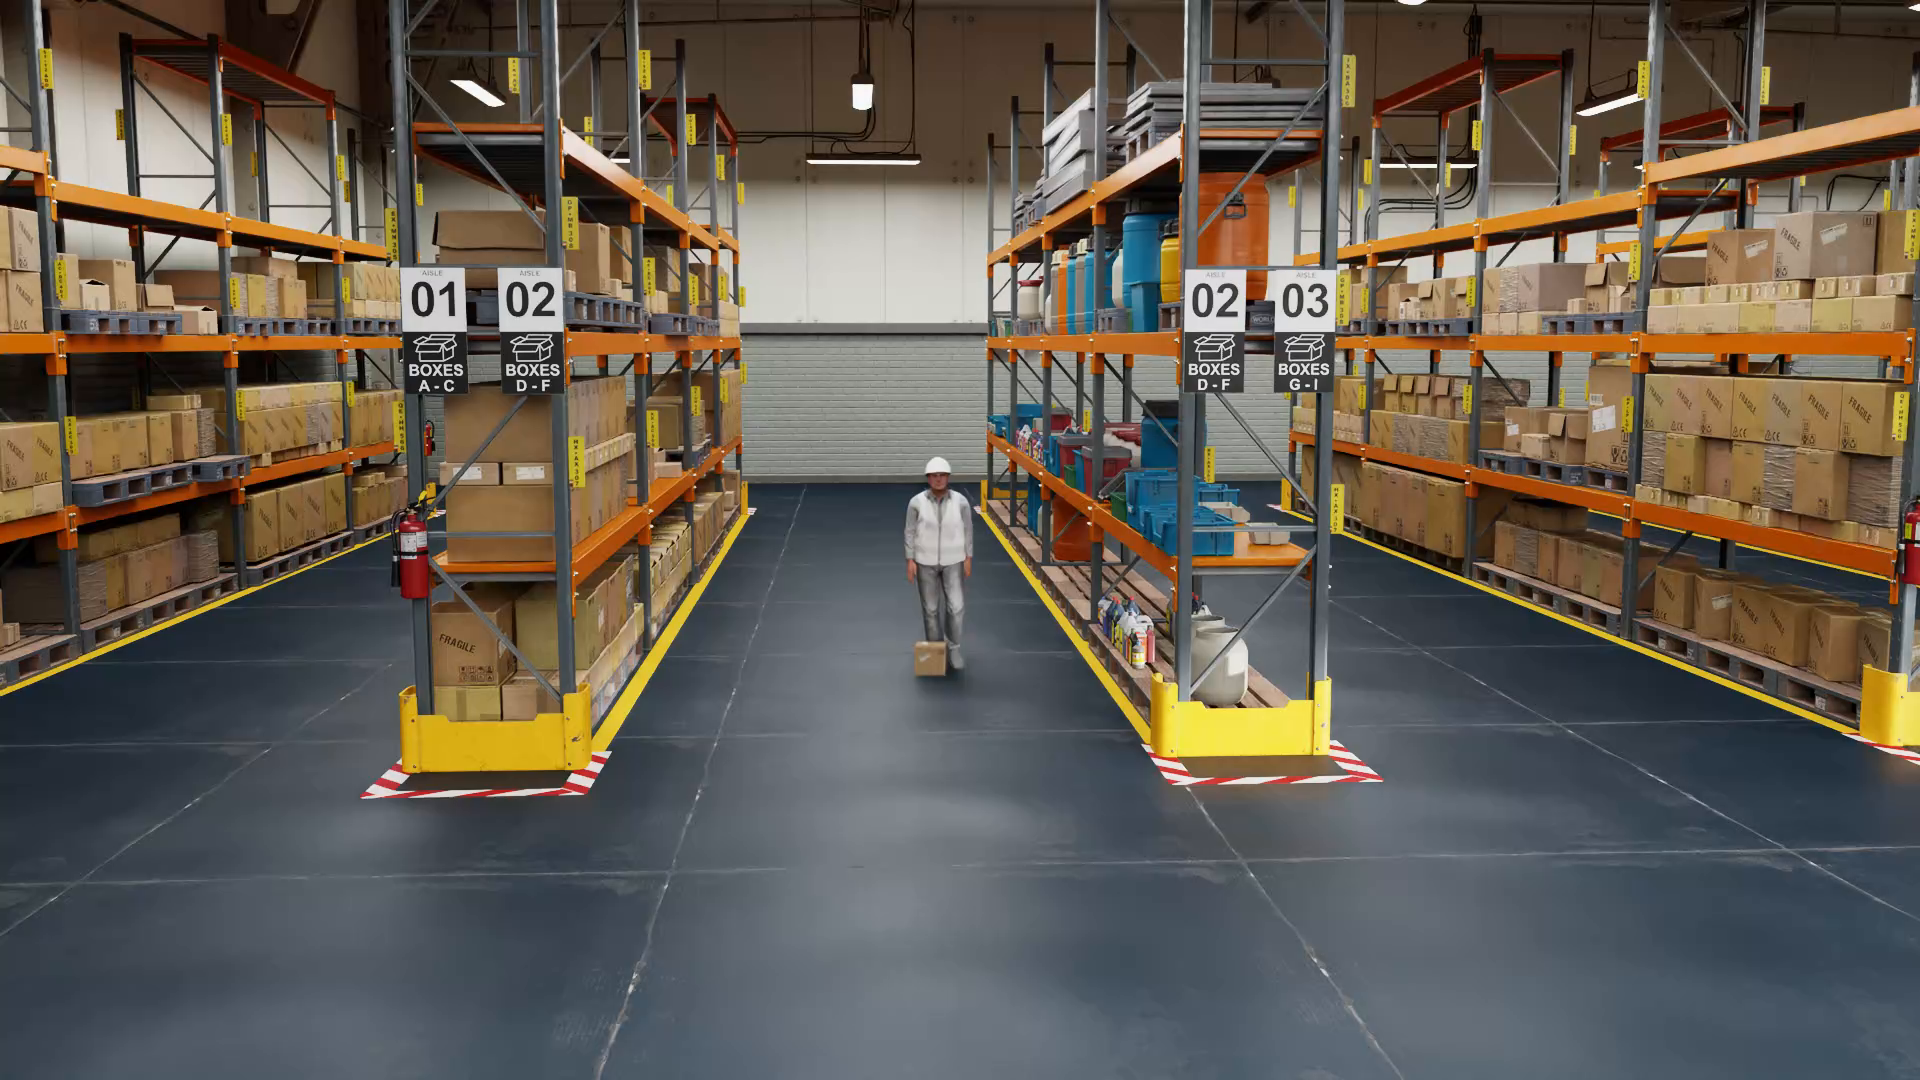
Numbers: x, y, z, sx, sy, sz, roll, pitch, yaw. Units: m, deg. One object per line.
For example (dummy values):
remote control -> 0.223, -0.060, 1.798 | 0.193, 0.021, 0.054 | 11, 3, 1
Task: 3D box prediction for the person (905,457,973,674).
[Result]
person -> -0.178, 0.205, 13.897 | 0.567, 1.801, 0.564 | 0, 7, -1
